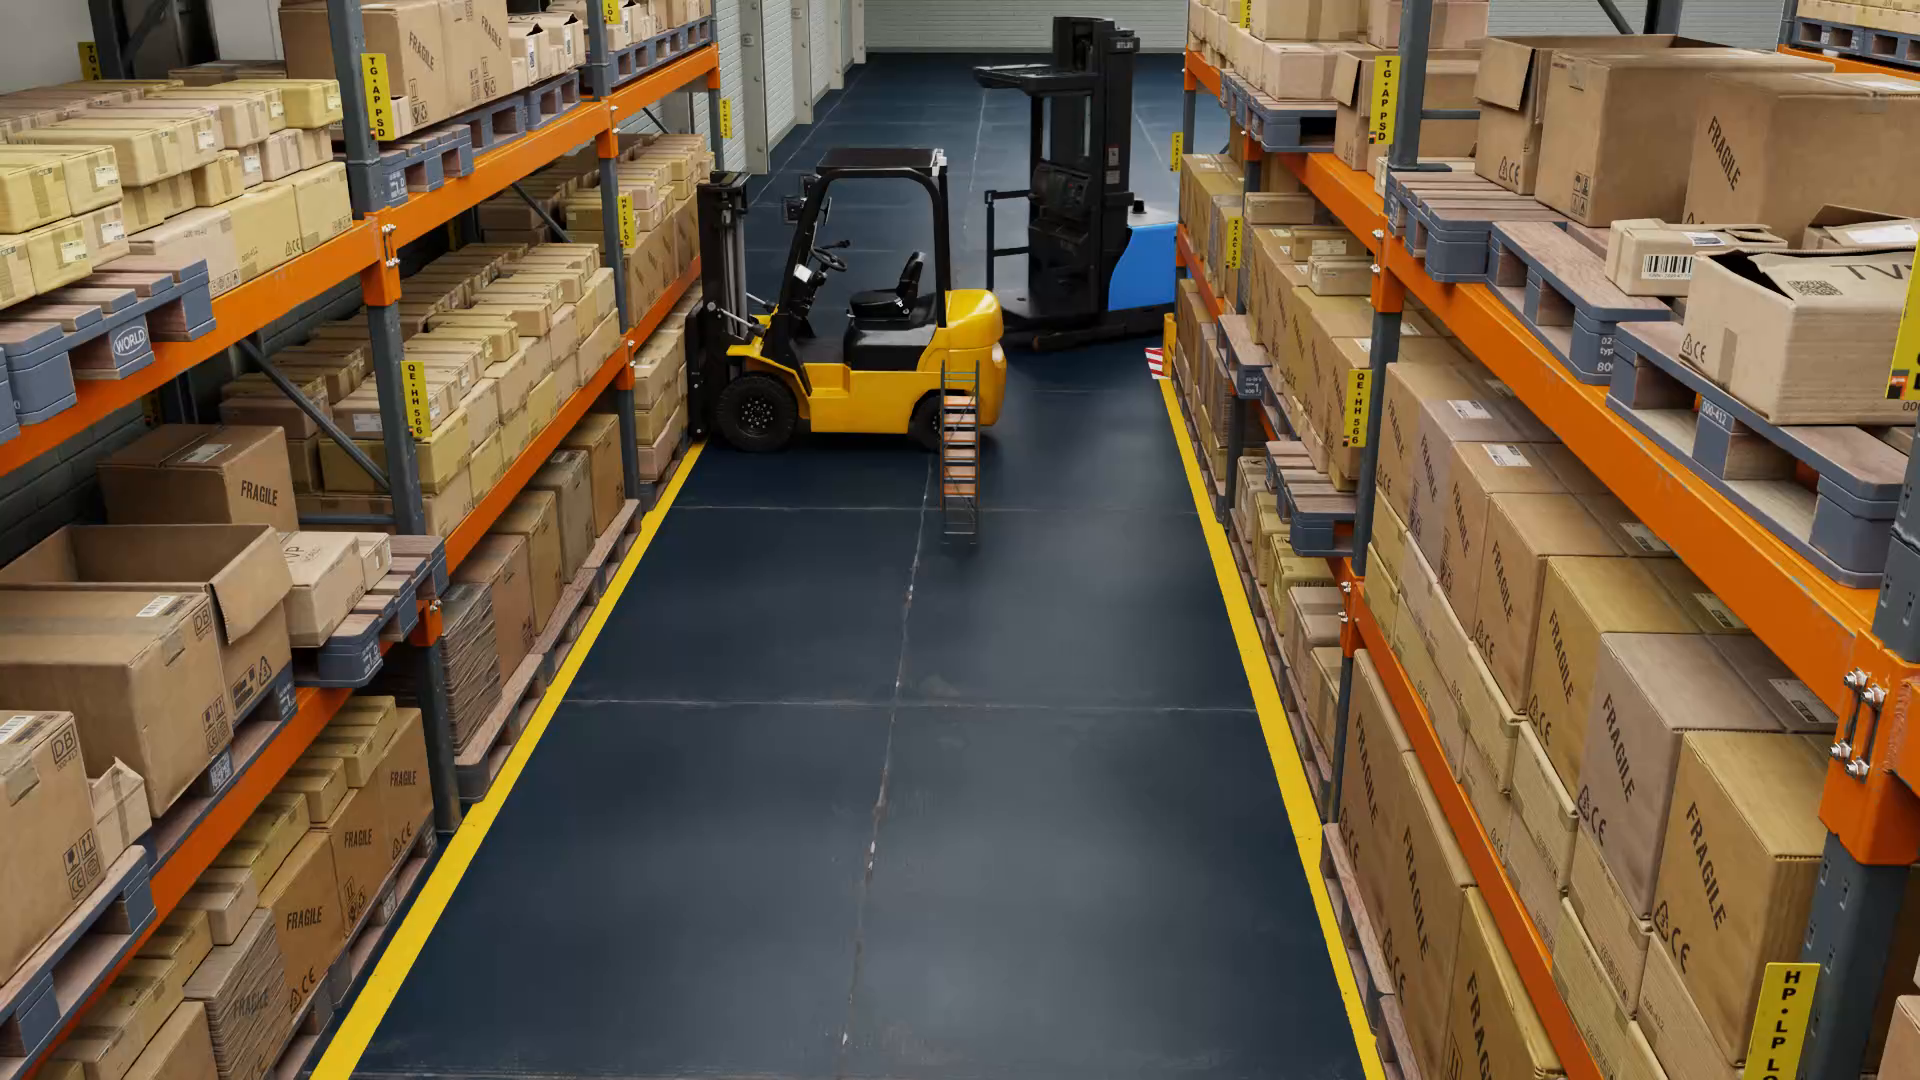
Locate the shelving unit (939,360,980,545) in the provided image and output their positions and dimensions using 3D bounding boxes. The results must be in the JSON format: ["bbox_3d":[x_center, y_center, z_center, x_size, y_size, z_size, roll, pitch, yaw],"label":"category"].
[{"bbox_3d":[0.000,-0.565,10.825,0.258,1.200,0.189,1,21,2],"label":"shelving unit"}]

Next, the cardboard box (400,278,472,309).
[{"bbox_3d":[-2.991,-1.384,9.414,0.380,0.149,0.250,1,21,2],"label":"cardboard box"}]

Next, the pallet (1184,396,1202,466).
[{"bbox_3d":[2.304,-0.861,12.955,1.003,0.211,1.213,1,21,2],"label":"pallet"}]

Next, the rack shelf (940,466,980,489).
[{"bbox_3d":[0.000,-0.411,10.885,0.258,0.103,0.180,1,21,2],"label":"rack shelf"}]

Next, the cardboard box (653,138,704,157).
[{"bbox_3d":[-2.332,-3.241,13.789,0.380,0.149,0.250,1,21,2],"label":"cardboard box"}]

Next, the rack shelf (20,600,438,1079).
[{"bbox_3d":[-2.860,0.976,5.361,1.077,0.370,4.000,1,21,2],"label":"rack shelf"}]

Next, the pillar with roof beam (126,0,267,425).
[{"bbox_3d":[0.643,-3.313,7.127,9.100,9.000,0.400,1,21,2],"label":"pillar with roof beam"}]

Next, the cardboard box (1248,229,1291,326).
[{"bbox_3d":[1.969,-1.509,9.641,0.500,0.500,0.500,1,21,2],"label":"cardboard box"}]

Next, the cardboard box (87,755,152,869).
[{"bbox_3d":[-2.495,0.733,4.599,0.396,0.266,0.258,2,21,4],"label":"cardboard box"}]

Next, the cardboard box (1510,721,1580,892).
[{"bbox_3d":[1.829,0.724,4.533,0.500,0.250,0.500,1,21,3],"label":"cardboard box"}]

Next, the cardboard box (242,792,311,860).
[{"bbox_3d":[-2.643,1.055,6.142,0.380,0.149,0.250,1,21,3],"label":"cardboard box"}]

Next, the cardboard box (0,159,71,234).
[{"bbox_3d":[-2.502,-0.868,4.190,0.380,0.149,0.250,1,21,2],"label":"cardboard box"}]

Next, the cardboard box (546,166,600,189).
[{"bbox_3d":[-2.859,-2.689,12.366,0.380,0.149,0.250,1,21,3],"label":"cardboard box"}]

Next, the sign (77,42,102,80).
[{"bbox_3d":[-3.353,-1.768,6.467,0.100,0.325,0.005,1,21,2],"label":"sign"}]

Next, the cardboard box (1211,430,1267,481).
[{"bbox_3d":[2.034,-0.606,11.664,0.500,0.250,0.500,2,21,4],"label":"cardboard box"}]

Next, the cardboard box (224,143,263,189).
[{"bbox_3d":[-2.630,-1.278,5.684,0.380,0.149,0.250,1,21,3],"label":"cardboard box"}]

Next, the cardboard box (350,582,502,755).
[{"bbox_3d":[-2.766,0.604,8.029,0.875,0.625,0.625,1,21,3],"label":"cardboard box"}]

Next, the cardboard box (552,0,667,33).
[{"bbox_3d":[-2.512,-3.921,11.979,0.797,0.503,0.637,1,21,3],"label":"cardboard box"}]

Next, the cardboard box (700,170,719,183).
[{"bbox_3d":[-2.308,-2.841,14.065,0.500,0.500,0.500,0,21,0],"label":"cardboard box"}]

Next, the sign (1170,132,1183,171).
[{"bbox_3d":[1.864,-3.331,14.270,0.100,0.325,0.005,1,21,2],"label":"sign"}]

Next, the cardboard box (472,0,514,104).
[{"bbox_3d":[-2.502,-2.397,8.056,0.500,0.500,0.500,1,21,3],"label":"cardboard box"}]

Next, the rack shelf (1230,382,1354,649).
[{"bbox_3d":[2.224,-0.417,8.951,1.077,0.370,4.000,1,21,2],"label":"rack shelf"}]

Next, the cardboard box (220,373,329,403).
[{"bbox_3d":[-3.095,-0.647,7.515,0.380,0.149,0.250,1,21,3],"label":"cardboard box"}]

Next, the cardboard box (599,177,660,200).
[{"bbox_3d":[-2.363,-2.502,11.885,0.380,0.149,0.250,0,21,1],"label":"cardboard box"}]

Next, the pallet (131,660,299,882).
[{"bbox_3d":[-2.853,0.710,5.317,1.003,0.211,1.213,1,21,2],"label":"pallet"}]

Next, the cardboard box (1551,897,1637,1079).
[{"bbox_3d":[1.819,1.138,4.156,0.500,0.250,0.500,0,21,1],"label":"cardboard box"}]

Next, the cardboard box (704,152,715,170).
[{"bbox_3d":[-2.286,-3.195,14.083,0.380,0.149,0.250,1,21,2],"label":"cardboard box"}]

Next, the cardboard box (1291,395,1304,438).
[{"bbox_3d":[1.846,-0.609,8.218,0.380,0.149,0.250,1,21,3],"label":"cardboard box"}]

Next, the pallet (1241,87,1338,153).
[{"bbox_3d":[2.131,-2.189,8.637,1.213,0.211,1.003,1,21,2],"label":"pallet"}]

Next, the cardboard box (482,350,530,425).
[{"bbox_3d":[-2.491,-0.773,8.391,0.500,0.250,0.500,0,21,0],"label":"cardboard box"}]

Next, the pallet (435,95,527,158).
[{"bbox_3d":[-2.836,-2.043,8.263,1.003,0.211,1.213,2,21,4],"label":"pallet"}]

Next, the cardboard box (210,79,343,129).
[{"bbox_3d":[-2.513,-1.608,6.124,0.380,0.149,0.250,1,21,3],"label":"cardboard box"}]

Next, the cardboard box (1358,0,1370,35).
[{"bbox_3d":[2.394,-3.022,9.459,0.500,0.250,0.500,1,21,3],"label":"cardboard box"}]

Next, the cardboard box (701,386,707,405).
[{"bbox_3d":[-2.296,-1.167,13.110,0.500,0.250,0.500,1,21,3],"label":"cardboard box"}]

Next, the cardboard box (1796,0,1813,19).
[{"bbox_3d":[7.026,-4.307,13.464,0.380,0.149,0.250,1,21,2],"label":"cardboard box"}]

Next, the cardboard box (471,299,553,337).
[{"bbox_3d":[-2.405,-1.193,8.921,0.380,0.149,0.250,0,21,0],"label":"cardboard box"}]

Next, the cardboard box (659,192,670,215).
[{"bbox_3d":[-2.337,-2.452,12.168,0.380,0.149,0.250,0,21,0],"label":"cardboard box"}]

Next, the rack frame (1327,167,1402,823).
[{"bbox_3d":[2.163,-0.029,6.957,1.000,3.000,0.127,1,21,2],"label":"rack frame"}]

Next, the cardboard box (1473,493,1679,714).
[{"bbox_3d":[1.848,0.183,4.891,0.500,0.500,0.500,1,21,2],"label":"cardboard box"}]

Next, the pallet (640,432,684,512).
[{"bbox_3d":[-2.611,-0.516,12.066,1.003,0.211,1.213,1,21,2],"label":"pallet"}]

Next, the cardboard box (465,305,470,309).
[{"bbox_3d":[-3.001,-1.144,9.347,0.500,0.250,0.500,0,21,0],"label":"cardboard box"}]

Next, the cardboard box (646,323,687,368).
[{"bbox_3d":[-2.319,-1.445,12.444,0.500,0.250,0.500,1,21,3],"label":"cardboard box"}]

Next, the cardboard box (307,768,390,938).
[{"bbox_3d":[-2.622,1.223,6.604,0.500,0.500,0.500,0,21,1],"label":"cardboard box"}]

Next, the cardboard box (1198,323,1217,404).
[{"bbox_3d":[2.062,-1.324,12.479,0.500,0.500,0.500,2,21,4],"label":"cardboard box"}]

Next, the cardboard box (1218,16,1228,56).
[{"bbox_3d":[2.073,-3.472,11.480,0.500,0.250,0.500,0,21,1],"label":"cardboard box"}]

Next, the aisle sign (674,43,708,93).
[{"bbox_3d":[-2.260,-4.207,14.132,0.394,0.787,0.004,1,21,2],"label":"aisle sign"}]

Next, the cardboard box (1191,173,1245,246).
[{"bbox_3d":[2.088,-2.567,12.949,0.500,0.500,0.500,0,21,1],"label":"cardboard box"}]

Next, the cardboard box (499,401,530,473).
[{"bbox_3d":[-2.512,-0.538,8.477,0.500,0.250,0.500,0,21,0],"label":"cardboard box"}]

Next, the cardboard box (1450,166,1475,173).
[{"bbox_3d":[1.963,-1.426,6.759,0.380,0.149,0.250,1,21,2],"label":"cardboard box"}]

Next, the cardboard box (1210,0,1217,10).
[{"bbox_3d":[2.047,-3.993,12.272,0.380,0.149,0.250,1,21,3],"label":"cardboard box"}]

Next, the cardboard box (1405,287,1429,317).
[{"bbox_3d":[2.426,-0.951,8.203,0.500,0.500,0.500,1,21,3],"label":"cardboard box"}]

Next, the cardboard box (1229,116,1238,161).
[{"bbox_3d":[2.609,-3.386,13.677,0.700,0.500,0.500,0,21,0],"label":"cardboard box"}]

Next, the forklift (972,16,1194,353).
[{"bbox_3d":[0.765,-3.331,15.561,3.031,2.935,1.130,-11,24,-27],"label":"forklift"}]

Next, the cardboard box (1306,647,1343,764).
[{"bbox_3d":[2.190,0.796,7.882,0.950,0.372,0.625,-1,21,-2],"label":"cardboard box"}]
